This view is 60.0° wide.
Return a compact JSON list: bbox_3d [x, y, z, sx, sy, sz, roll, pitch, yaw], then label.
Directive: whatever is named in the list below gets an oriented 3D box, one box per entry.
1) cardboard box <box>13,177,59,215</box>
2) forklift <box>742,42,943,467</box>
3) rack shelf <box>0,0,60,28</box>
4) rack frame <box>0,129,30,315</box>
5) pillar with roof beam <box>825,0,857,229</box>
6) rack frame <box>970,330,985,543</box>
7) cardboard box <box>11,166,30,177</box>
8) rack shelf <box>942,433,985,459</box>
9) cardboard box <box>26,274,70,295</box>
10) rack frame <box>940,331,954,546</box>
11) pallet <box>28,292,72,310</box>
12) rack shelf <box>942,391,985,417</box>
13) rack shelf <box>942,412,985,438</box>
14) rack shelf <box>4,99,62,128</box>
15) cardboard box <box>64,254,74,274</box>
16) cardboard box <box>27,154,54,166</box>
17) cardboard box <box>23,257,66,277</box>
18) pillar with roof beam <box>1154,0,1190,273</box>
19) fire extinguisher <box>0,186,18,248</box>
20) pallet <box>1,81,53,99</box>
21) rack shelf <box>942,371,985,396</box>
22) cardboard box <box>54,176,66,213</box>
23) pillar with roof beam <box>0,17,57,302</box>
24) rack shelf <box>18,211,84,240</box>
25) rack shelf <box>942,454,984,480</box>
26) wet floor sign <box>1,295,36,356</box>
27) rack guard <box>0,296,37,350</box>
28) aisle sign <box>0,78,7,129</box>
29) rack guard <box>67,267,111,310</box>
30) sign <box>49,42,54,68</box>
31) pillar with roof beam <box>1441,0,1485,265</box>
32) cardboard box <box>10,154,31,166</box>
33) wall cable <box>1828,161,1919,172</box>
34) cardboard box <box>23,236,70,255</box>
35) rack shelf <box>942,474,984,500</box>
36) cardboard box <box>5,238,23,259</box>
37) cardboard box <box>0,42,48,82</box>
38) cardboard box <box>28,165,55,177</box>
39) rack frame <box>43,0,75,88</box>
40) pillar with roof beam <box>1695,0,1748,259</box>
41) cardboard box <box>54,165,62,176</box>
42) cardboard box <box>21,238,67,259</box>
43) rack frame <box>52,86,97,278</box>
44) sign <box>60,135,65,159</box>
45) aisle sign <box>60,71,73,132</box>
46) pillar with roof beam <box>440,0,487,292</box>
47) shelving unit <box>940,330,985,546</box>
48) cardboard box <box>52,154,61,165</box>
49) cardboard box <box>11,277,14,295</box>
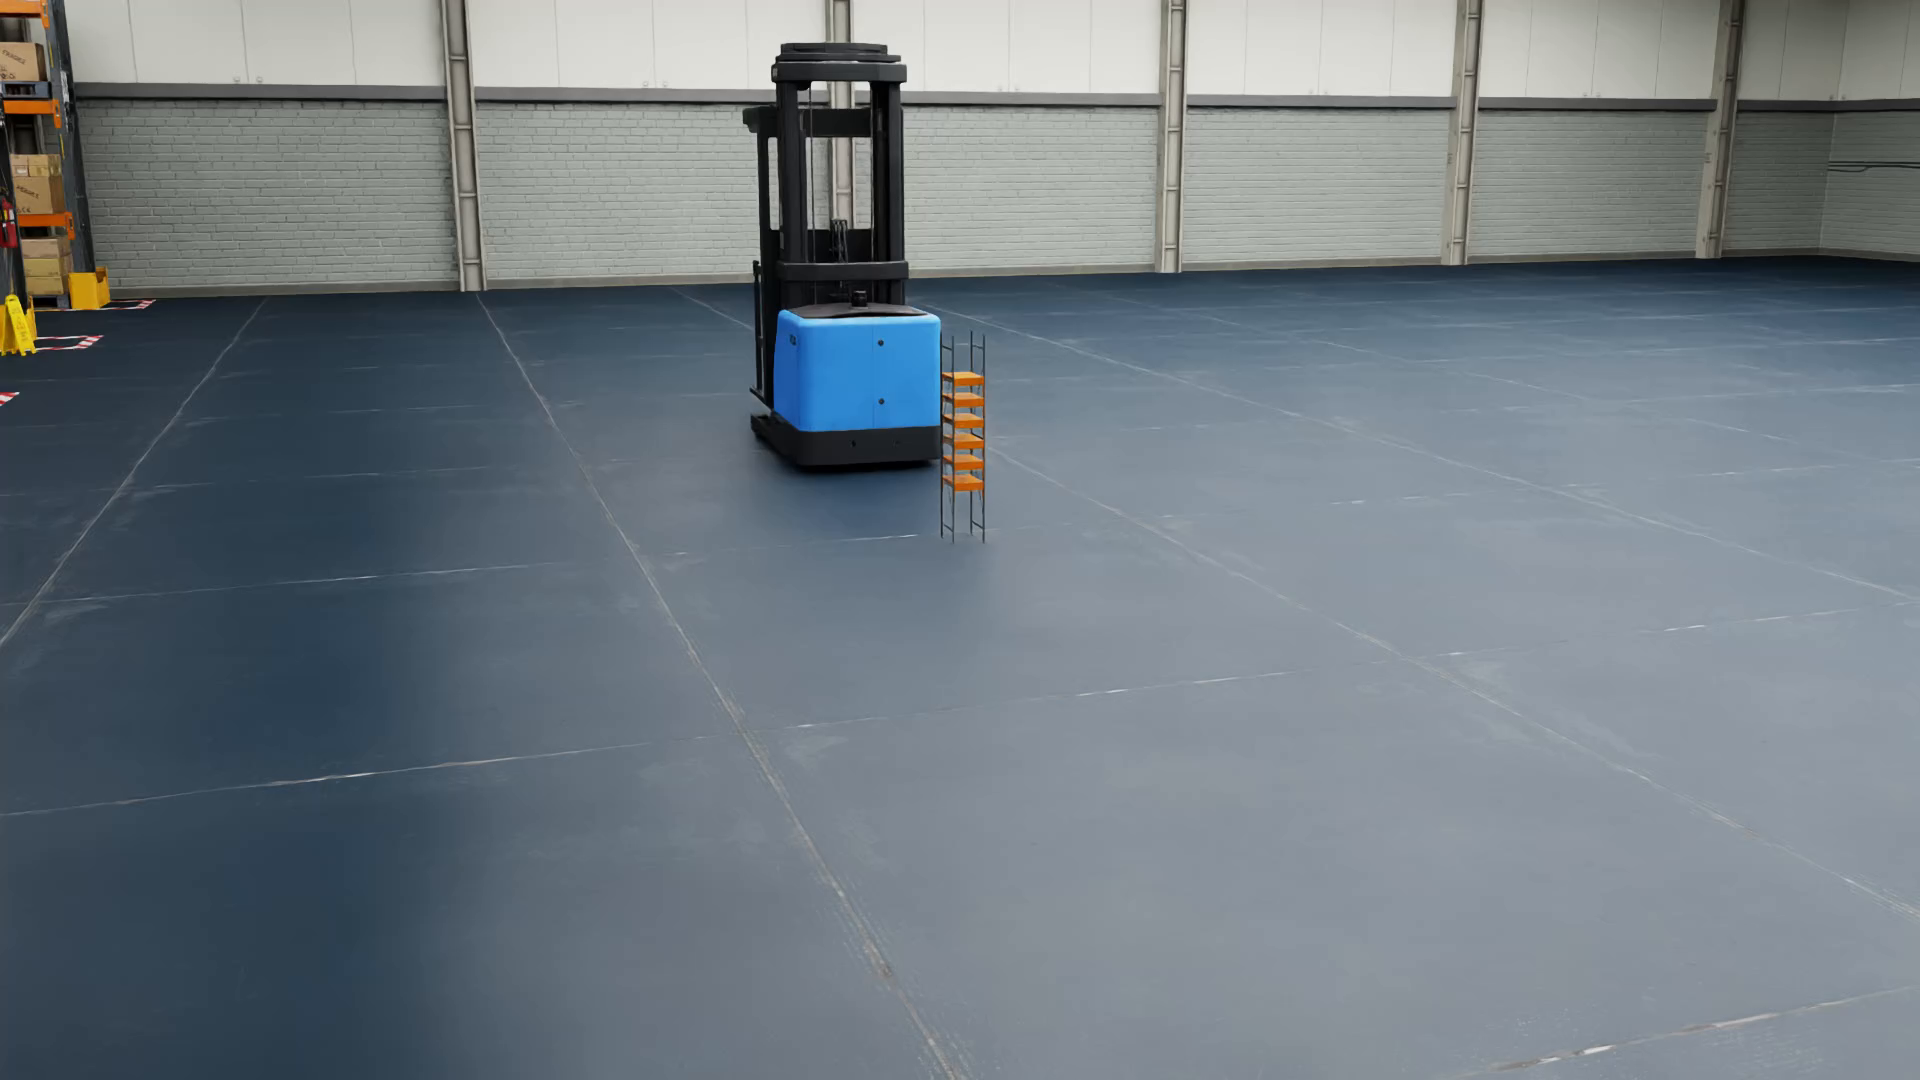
[{"bbox_3d":[-12.767,-4.749,22.909,0.500,0.500,0.500,-5,14,-19],"label":"cardboard box"},{"bbox_3d":[-1.024,-2.232,12.692,1.130,2.935,3.031,-4,14,-16],"label":"forklift"},{"bbox_3d":[-14.280,-7.020,22.130,4.000,0.370,1.077,-4,14,-18],"label":"rack shelf"},{"bbox_3d":[-10.798,-3.706,18.740,0.127,3.000,1.000,-4,14,-18],"label":"rack frame"},{"bbox_3d":[-0.586,-7.800,22.990,0.400,9.000,9.100,-4,14,-18],"label":"pillar with roof beam"},{"bbox_3d":[0.100,-0.592,9.537,0.006,1.200,0.240,-4,14,-18],"label":"rack frame"},{"bbox_3d":[-12.856,-5.046,22.756,0.250,0.149,0.380,-4,14,-17],"label":"cardboard box"},{"bbox_3d":[0.014,-0.542,9.519,0.180,0.103,0.258,-4,14,-18],"label":"rack shelf"},{"bbox_3d":[-12.729,-3.557,23.148,0.500,0.250,0.500,-4,14,-18],"label":"cardboard box"},{"bbox_3d":[-0.073,-0.578,9.480,0.006,1.200,0.240,-4,14,-18],"label":"rack frame"},{"bbox_3d":[-13.096,-3.372,23.362,1.213,0.211,1.003,-4,14,-18],"label":"pallet"},{"bbox_3d":[0.014,-0.775,9.463,0.180,0.103,0.258,-4,14,-18],"label":"rack shelf"},{"bbox_3d":[0.014,-0.658,9.491,0.180,0.103,0.258,-4,14,-18],"label":"rack shelf"},{"bbox_3d":[-14.280,-5.756,22.431,4.000,0.370,1.077,-4,14,-18],"label":"rack shelf"},{"bbox_3d":[-12.896,-3.915,23.573,0.500,0.250,0.500,-4,14,-17],"label":"cardboard box"},{"bbox_3d":[-12.657,-5.230,22.889,0.250,0.149,0.380,-4,14,-18],"label":"cardboard box"},{"bbox_3d":[-12.746,-3.799,23.088,0.500,0.250,0.500,-5,14,-19],"label":"cardboard box"},{"bbox_3d":[5.101,-8.243,24.852,0.400,9.000,9.100,-4,14,-18],"label":"pillar with roof beam"},{"bbox_3d":[-10.542,-3.575,18.359,0.183,0.674,0.296,-4,14,-18],"label":"fire extinguisher"},{"bbox_3d":[-13.063,-6.164,22.783,1.213,0.211,1.003,-4,14,-18],"label":"pallet"},{"bbox_3d":[0.014,-0.892,9.435,0.180,0.103,0.258,-4,14,-18],"label":"rack shelf"},{"bbox_3d":[-12.943,-4.867,23.406,0.500,0.500,0.500,-4,14,-16],"label":"cardboard box"},{"bbox_3d":[-11.959,-6.915,19.267,0.400,9.000,9.100,-4,14,-18],"label":"pillar with roof beam"},{"bbox_3d":[-14.280,-4.296,22.778,4.000,0.370,1.077,-4,14,-18],"label":"rack shelf"},{"bbox_3d":[0.014,-0.425,9.546,0.180,0.103,0.258,-4,14,-18],"label":"rack shelf"},{"bbox_3d":[-10.277,-2.340,18.084,0.232,0.644,0.267,0,13,1],"label":"wet floor sign"},{"bbox_3d":[-10.870,-2.484,19.005,0.348,0.500,1.175,-4,14,-18],"label":"rack guard"},{"bbox_3d":[-10.838,-5.043,18.744,0.004,0.787,0.394,-4,14,-18],"label":"aisle sign"},{"bbox_3d":[-12.362,-3.580,23.612,0.348,0.500,1.175,-4,14,-18],"label":"rack guard"},{"bbox_3d":[-12.225,-6.525,22.370,0.005,0.325,0.100,-4,14,-18],"label":"sign"},{"bbox_3d":[10.788,-8.686,26.713,0.400,9.000,9.100,-4,14,-18],"label":"pillar with roof beam"},{"bbox_3d":[-12.881,-5.205,22.783,0.250,0.149,0.380,-4,14,-18],"label":"cardboard box"},{"bbox_3d":[18.315,-8.490,32.598,0.112,2.526,3.097,-4,14,-18],"label":"wall cable"},{"bbox_3d":[-12.900,-4.153,23.494,0.500,0.250,0.500,-5,14,-19],"label":"cardboard box"},{"bbox_3d":[0.014,-0.308,9.574,0.180,0.103,0.258,-4,14,-18],"label":"rack shelf"},{"bbox_3d":[-13.204,-4.006,22.875,0.500,0.250,0.500,-4,14,-17],"label":"cardboard box"},{"bbox_3d":[-12.726,-6.469,22.534,0.500,0.500,0.500,-4,14,-16],"label":"cardboard box"},{"bbox_3d":[-12.624,-5.071,22.863,0.250,0.149,0.380,-4,14,-17],"label":"cardboard box"},{"bbox_3d":[-12.384,-7.713,22.621,0.127,3.000,1.000,-4,14,-18],"label":"rack frame"},{"bbox_3d":[16.474,-9.129,28.575,0.400,9.000,9.100,-4,14,-18],"label":"pillar with roof beam"},{"bbox_3d":[-12.789,-5.190,23.362,0.250,0.149,0.380,-5,14,-20],"label":"cardboard box"},{"bbox_3d":[-12.721,-4.045,23.039,0.500,0.250,0.500,-4,14,-16],"label":"cardboard box"},{"bbox_3d":[-12.384,-4.794,23.315,0.127,3.000,1.000,-4,14,-18],"label":"rack frame"},{"bbox_3d":[-12.225,-5.352,22.649,0.005,0.325,0.100,-4,14,-18],"label":"sign"},{"bbox_3d":[-12.229,-5.999,22.764,0.004,0.787,0.394,-4,14,-18],"label":"aisle sign"},{"bbox_3d":[-6.272,-7.358,21.128,0.400,9.000,9.100,-4,14,-18],"label":"pillar with roof beam"},{"bbox_3d":[0.014,-0.585,9.508,0.189,1.200,0.258,-4,14,-18],"label":"shelving unit"},{"bbox_3d":[-12.771,-5.325,23.287,0.250,0.149,0.380,-5,14,-19],"label":"cardboard box"},{"bbox_3d":[-13.203,-3.522,23.002,0.500,0.250,0.500,-4,14,-18],"label":"cardboard box"}]
